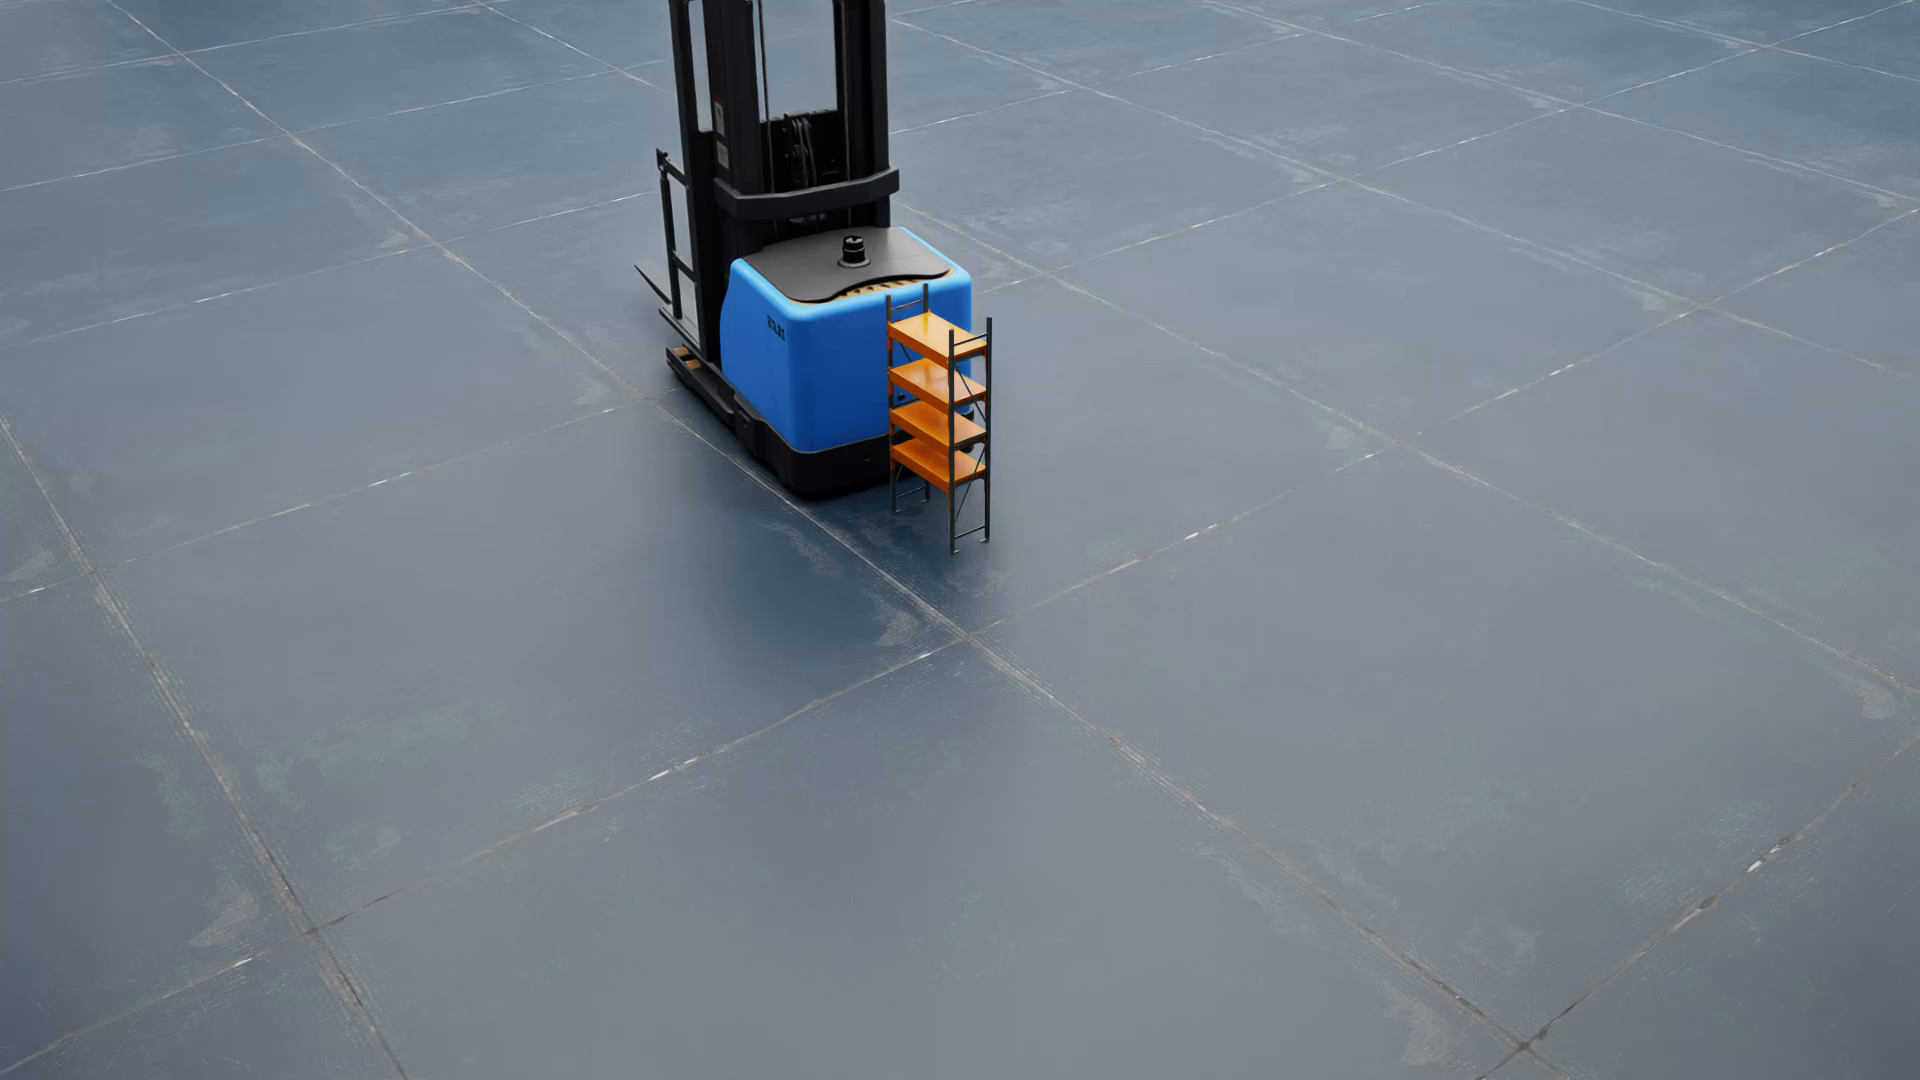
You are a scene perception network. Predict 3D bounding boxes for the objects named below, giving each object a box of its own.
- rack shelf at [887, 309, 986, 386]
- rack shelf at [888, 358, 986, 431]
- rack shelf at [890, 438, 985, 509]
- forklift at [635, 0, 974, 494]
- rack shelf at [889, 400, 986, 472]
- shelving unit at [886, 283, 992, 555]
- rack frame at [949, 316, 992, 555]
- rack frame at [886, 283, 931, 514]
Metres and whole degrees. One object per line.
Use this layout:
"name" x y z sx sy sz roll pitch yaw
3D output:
"rack shelf" -0.101 -0.913 7.837 0.258 0.148 0.480 -22 38 -31
"rack shelf" -0.102 -0.712 7.962 0.258 0.148 0.480 -22 38 -31
"rack shelf" -0.102 -0.353 8.185 0.258 0.148 0.480 -22 38 -31
"forklift" -1.074 -2.231 9.065 1.130 2.935 3.031 -16 35 -24
"rack shelf" -0.102 -0.522 8.080 0.258 0.148 0.480 -22 38 -31
"shelving unit" -0.102 -0.579 8.045 0.258 1.200 0.503 -22 38 -31
"rack frame" 0.048 -0.477 7.881 0.240 1.200 0.015 -22 38 -31
"rack frame" -0.251 -0.680 8.208 0.240 1.200 0.015 -22 38 -31
